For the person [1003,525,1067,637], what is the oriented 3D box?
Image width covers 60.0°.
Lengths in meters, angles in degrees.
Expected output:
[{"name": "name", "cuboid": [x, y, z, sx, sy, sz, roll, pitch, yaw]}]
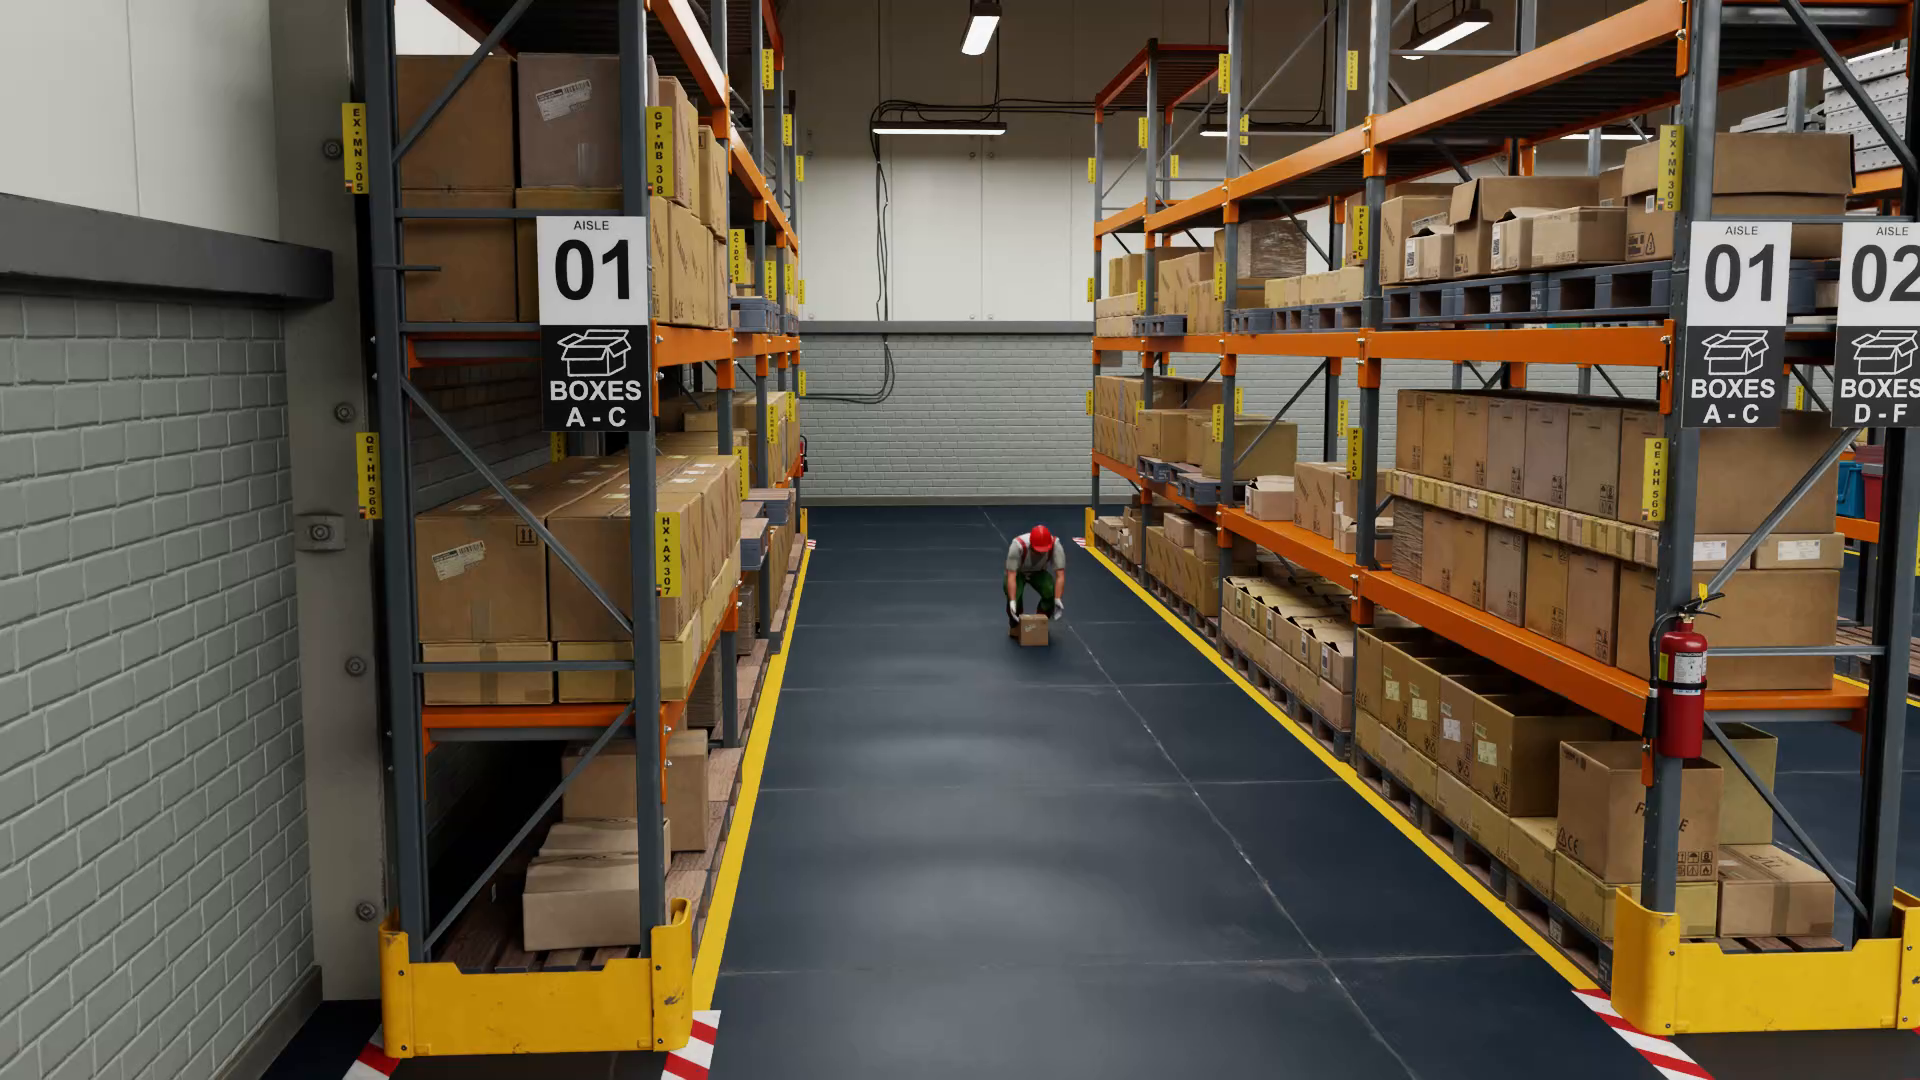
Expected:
[{"name": "person", "cuboid": [0.690, 0.368, 15.510, 0.576, 1.091, 0.866, 0, 7, -4]}]
